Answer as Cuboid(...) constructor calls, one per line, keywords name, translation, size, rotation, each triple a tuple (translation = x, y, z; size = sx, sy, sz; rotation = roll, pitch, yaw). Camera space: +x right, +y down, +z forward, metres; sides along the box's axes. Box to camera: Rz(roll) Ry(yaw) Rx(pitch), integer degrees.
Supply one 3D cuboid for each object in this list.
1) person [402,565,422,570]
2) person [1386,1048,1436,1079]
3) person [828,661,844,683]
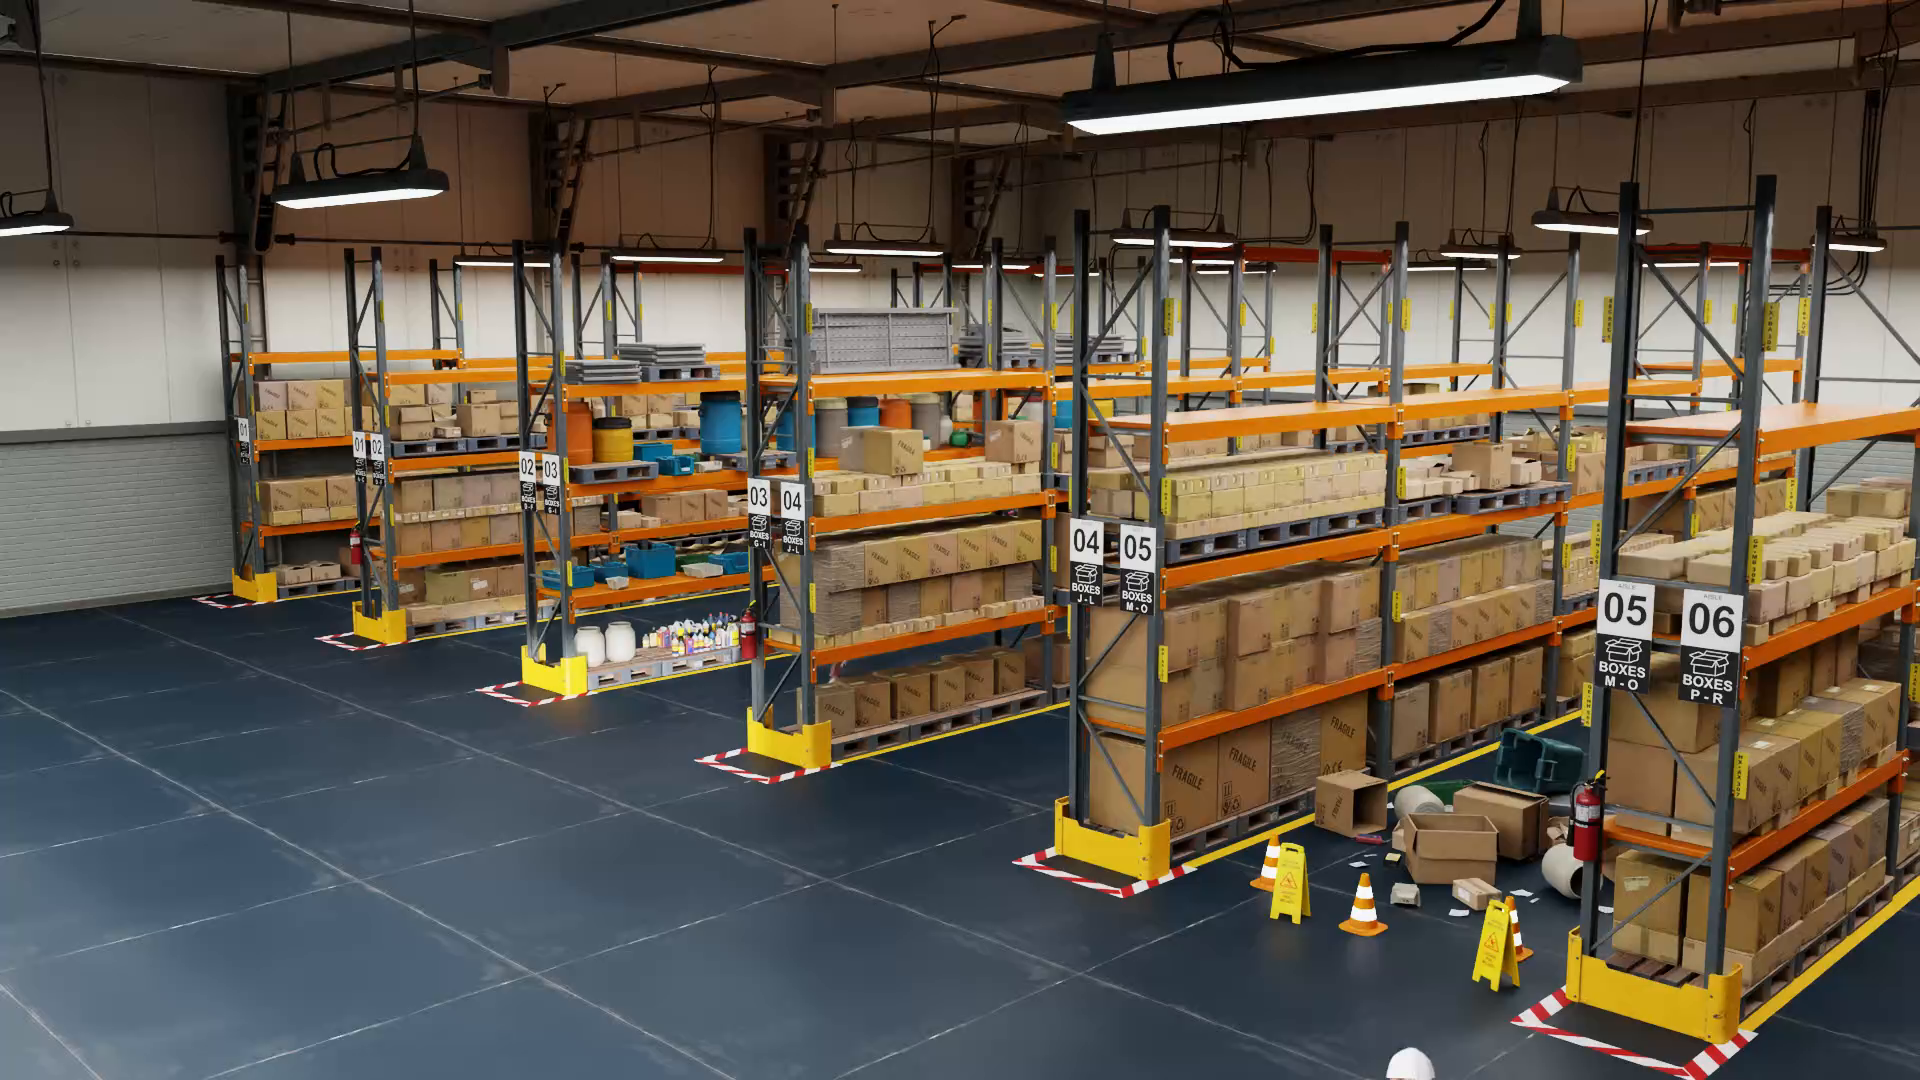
Cuboid(name="person", translation=(-9.225, 0.393, 27.798), size=(0.643, 1.682, 0.603), rotation=(5, 10, 34))
Cuboid(name="person", translation=(2.094, 3.226, 7.769), size=(0.690, 1.818, 0.923), rotation=(2, 8, 15))
Cuboid(name="person", translation=(-1.667, 1.137, 22.880), size=(0.585, 1.629, 0.624), rotation=(3, 9, 18))
